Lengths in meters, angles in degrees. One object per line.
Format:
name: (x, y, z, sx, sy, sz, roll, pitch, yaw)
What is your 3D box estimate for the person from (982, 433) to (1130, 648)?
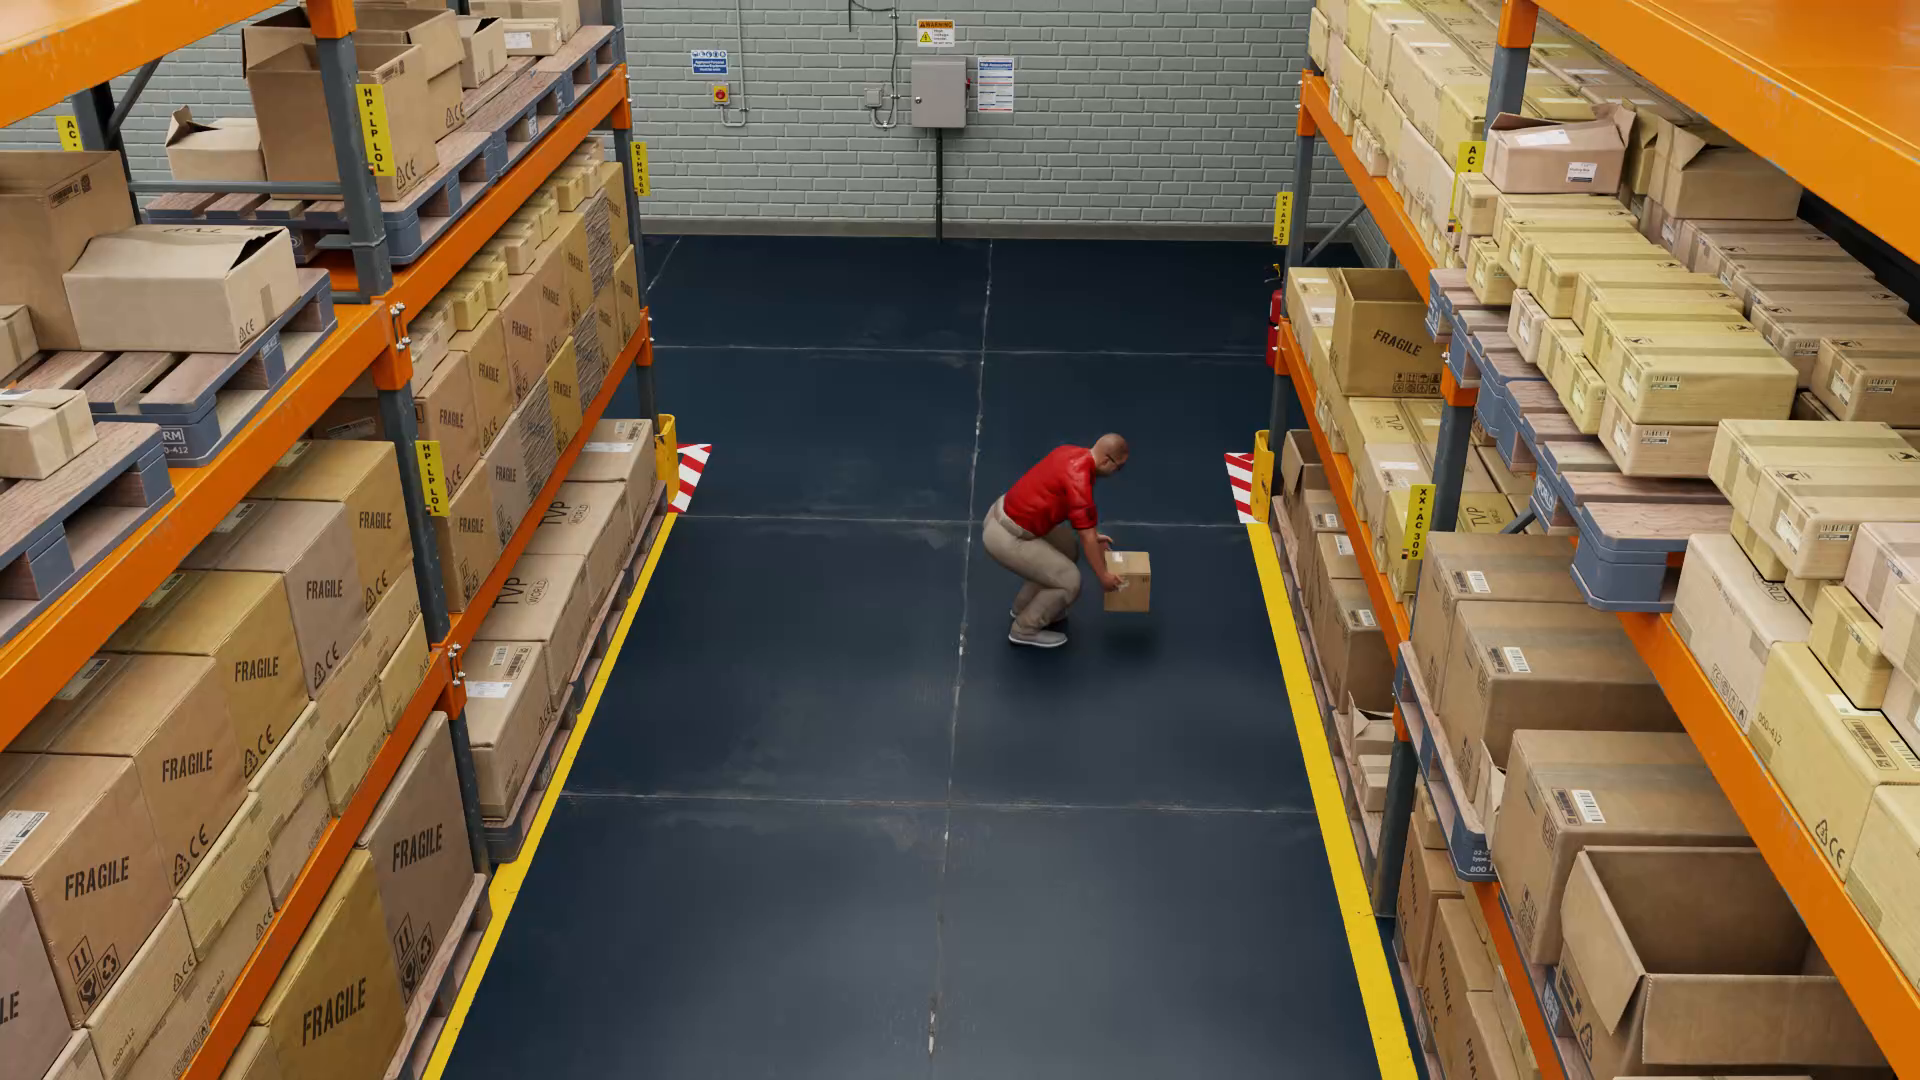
person: (0.524, -0.037, 9.272, 0.798, 1.208, 0.581, 1, 28, 2)
